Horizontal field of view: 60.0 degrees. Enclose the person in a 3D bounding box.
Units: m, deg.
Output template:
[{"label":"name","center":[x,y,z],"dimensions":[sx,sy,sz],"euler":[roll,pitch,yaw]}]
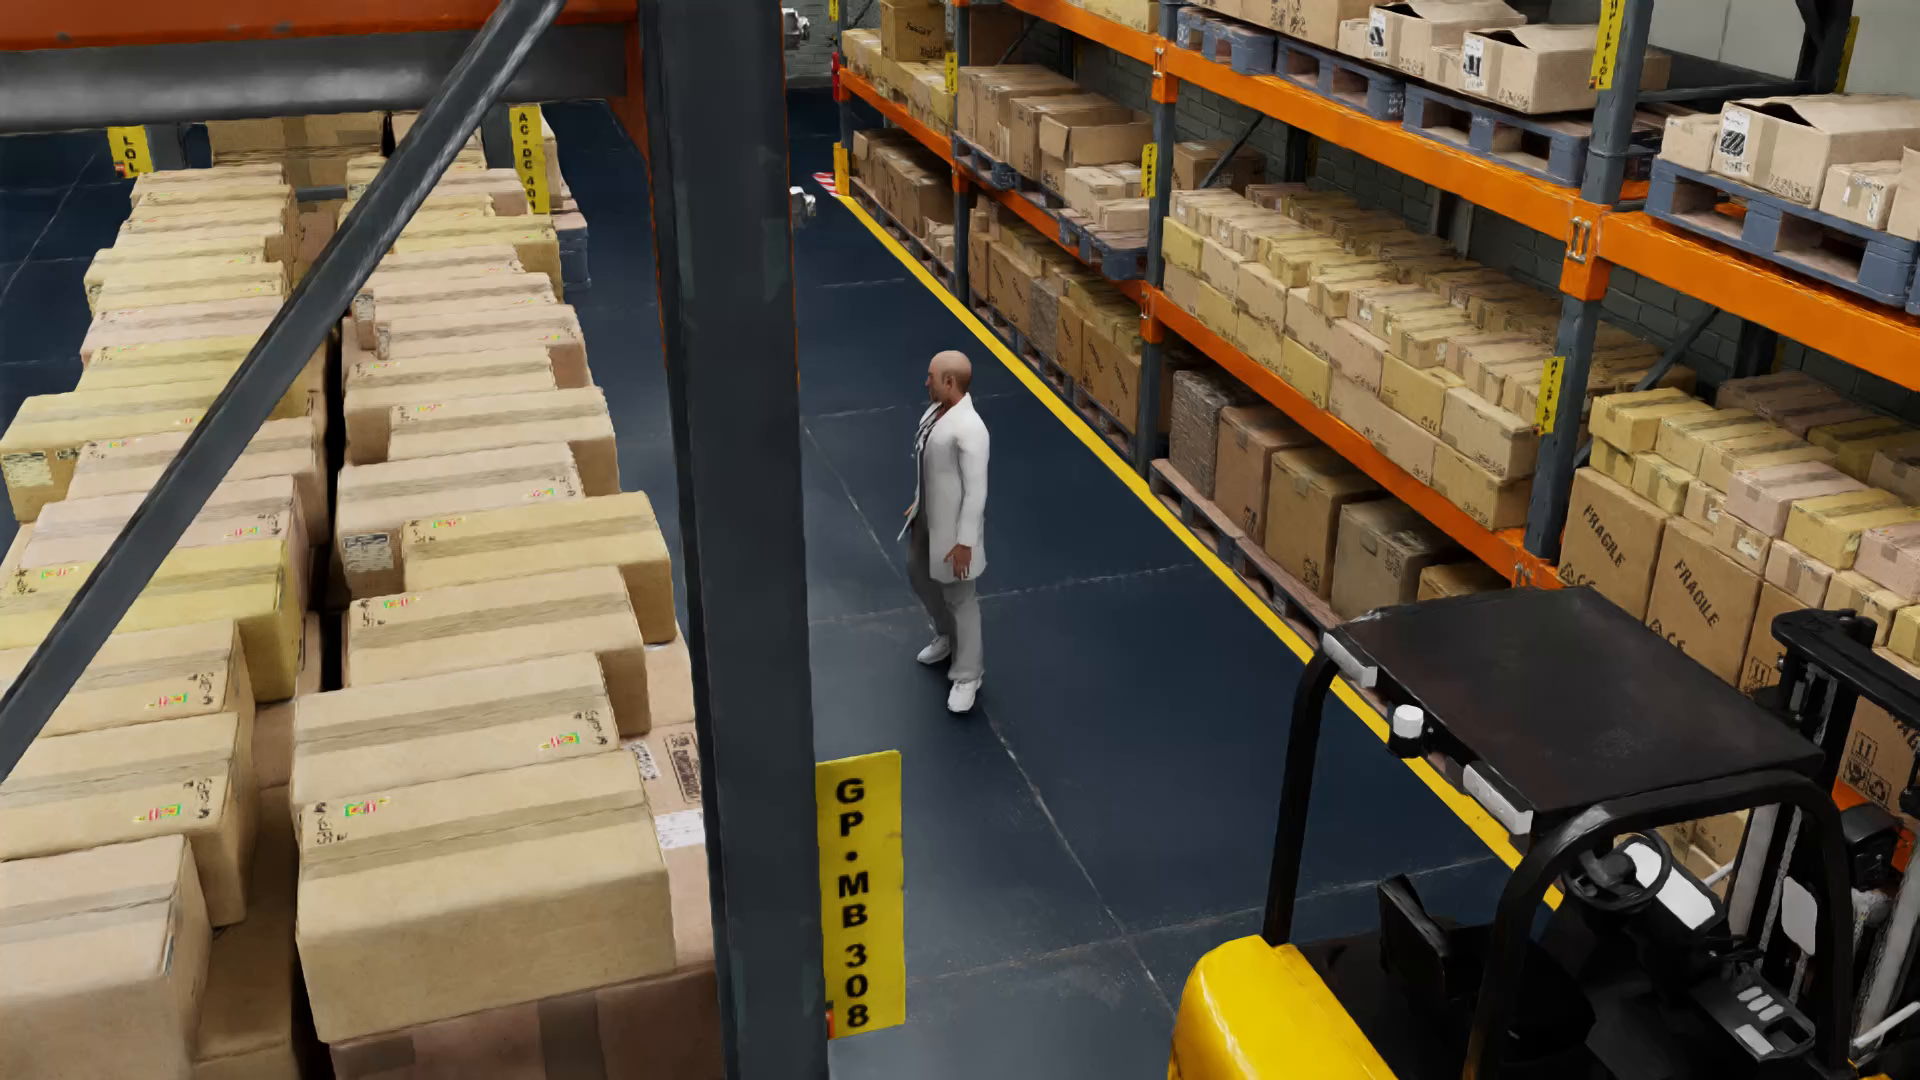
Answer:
[{"label":"person","center":[-0.031,-0.072,8.239],"dimensions":[0.467,1.803,0.674],"euler":[-9,27,-18]}]
